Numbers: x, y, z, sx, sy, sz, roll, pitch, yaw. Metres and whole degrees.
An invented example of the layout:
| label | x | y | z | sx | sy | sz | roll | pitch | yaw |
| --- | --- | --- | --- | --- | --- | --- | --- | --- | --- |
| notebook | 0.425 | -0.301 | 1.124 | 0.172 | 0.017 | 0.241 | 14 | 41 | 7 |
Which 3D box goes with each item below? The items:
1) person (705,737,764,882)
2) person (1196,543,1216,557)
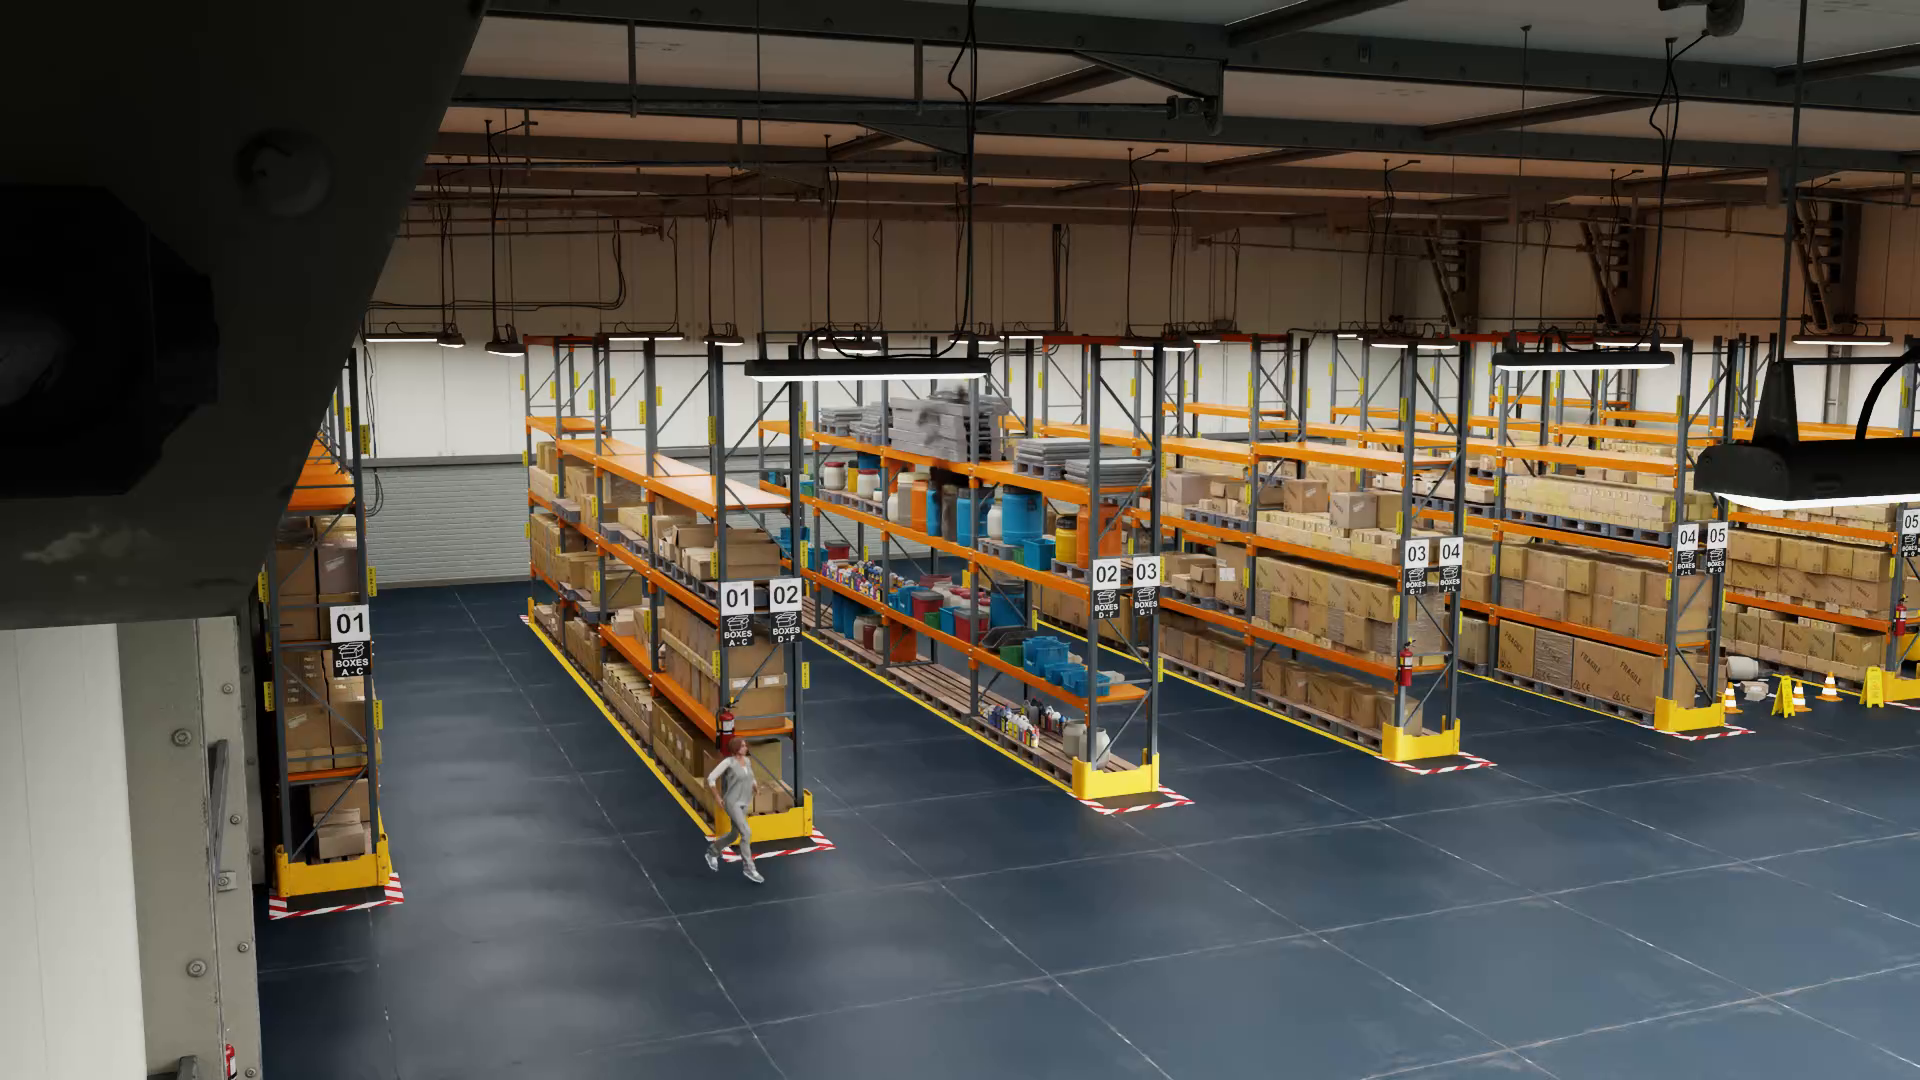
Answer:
| label | x | y | z | sx | sy | sz | roll | pitch | yaw |
| --- | --- | --- | --- | --- | --- | --- | --- | --- | --- |
| person | -2.510 | 3.029 | 18.932 | 0.827 | 1.574 | 0.563 | 4 | 9 | 29 |
| person | 6.108 | -0.045 | 41.876 | 0.558 | 1.645 | 0.755 | 7 | 10 | 41 |
